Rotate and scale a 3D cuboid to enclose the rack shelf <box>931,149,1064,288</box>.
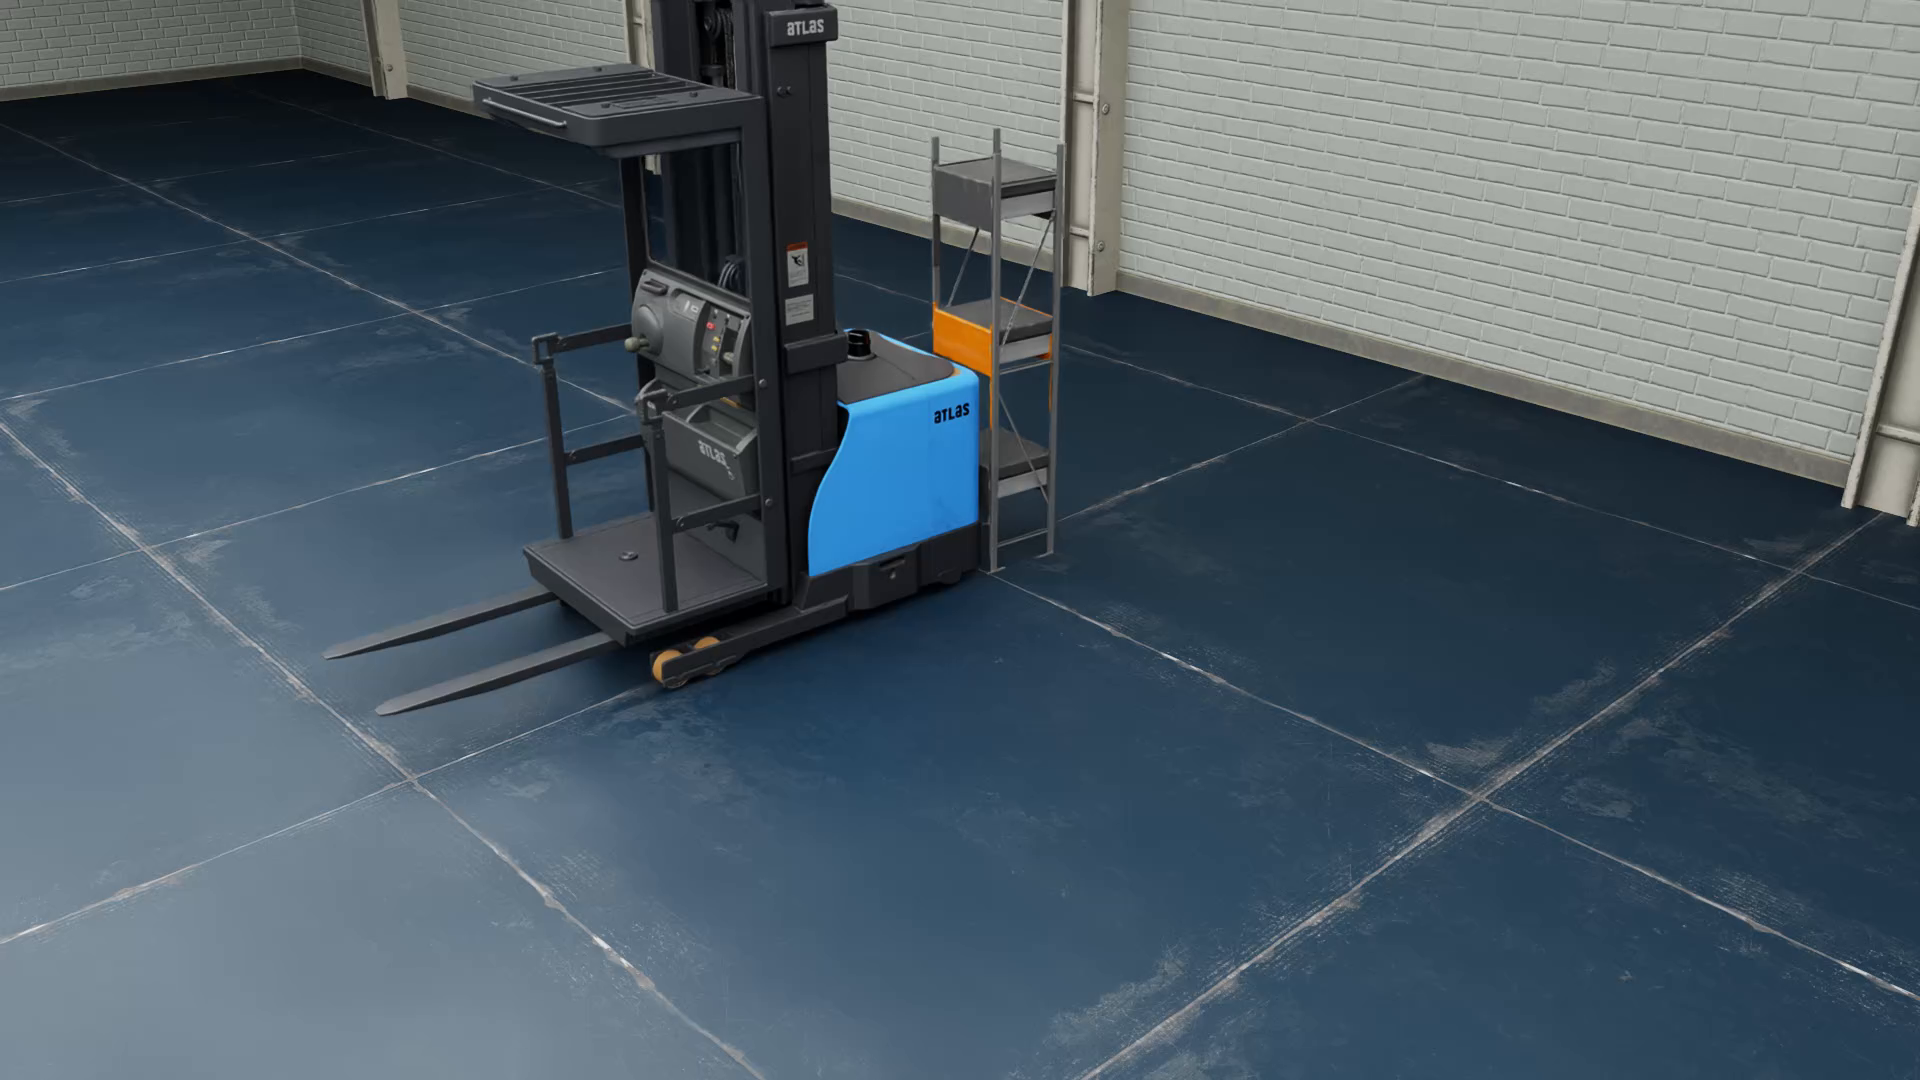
[{"bbox_3d":[0.174,-1.543,7.947,0.431,0.518,0.480,-17,29,-32],"label":"rack shelf"}]

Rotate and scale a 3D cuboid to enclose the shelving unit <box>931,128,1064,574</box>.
[{"bbox_3d":[0.174,-0.918,8.232,0.431,2.100,0.503,-17,29,-32],"label":"shelving unit"}]

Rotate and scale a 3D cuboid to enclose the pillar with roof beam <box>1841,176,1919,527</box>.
[{"bbox_3d":[1.957,-3.046,4.584,9.100,9.000,0.400,-21,32,-38],"label":"pillar with roof beam"}]

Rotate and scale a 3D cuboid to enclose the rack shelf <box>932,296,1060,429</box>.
[{"bbox_3d":[0.174,-0.906,8.238,0.431,0.518,0.480,-17,29,-32],"label":"rack shelf"}]

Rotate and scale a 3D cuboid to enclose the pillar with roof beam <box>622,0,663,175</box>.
[{"bbox_3d":[-6.244,-6.681,12.553,9.100,9.000,0.400,-21,32,-38],"label":"pillar with roof beam"}]

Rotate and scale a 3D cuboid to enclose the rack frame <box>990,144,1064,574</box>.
[{"bbox_3d":[0.318,-0.836,8.052,0.400,2.100,0.015,-17,29,-32],"label":"rack frame"}]

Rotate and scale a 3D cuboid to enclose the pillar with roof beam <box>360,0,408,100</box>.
[{"bbox_3d":[-10.345,-8.499,16.538,9.100,9.000,0.400,-21,32,-38],"label":"pillar with roof beam"}]

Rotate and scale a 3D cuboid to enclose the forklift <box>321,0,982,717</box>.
[{"bbox_3d":[-1.358,-0.928,7.252,3.031,2.935,1.130,-18,30,-35],"label":"forklift"}]

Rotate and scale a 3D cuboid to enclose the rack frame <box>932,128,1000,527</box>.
[{"bbox_3d":[0.031,-1.000,8.411,0.400,2.100,0.015,-17,29,-32],"label":"rack frame"}]

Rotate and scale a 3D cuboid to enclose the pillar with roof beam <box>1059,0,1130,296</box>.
[{"bbox_3d":[-2.143,-4.863,8.569,9.100,9.000,0.400,-21,32,-38],"label":"pillar with roof beam"}]

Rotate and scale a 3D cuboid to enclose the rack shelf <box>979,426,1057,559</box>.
[{"bbox_3d":[0.174,-0.269,8.528,0.431,0.518,0.480,-17,29,-32],"label":"rack shelf"}]
